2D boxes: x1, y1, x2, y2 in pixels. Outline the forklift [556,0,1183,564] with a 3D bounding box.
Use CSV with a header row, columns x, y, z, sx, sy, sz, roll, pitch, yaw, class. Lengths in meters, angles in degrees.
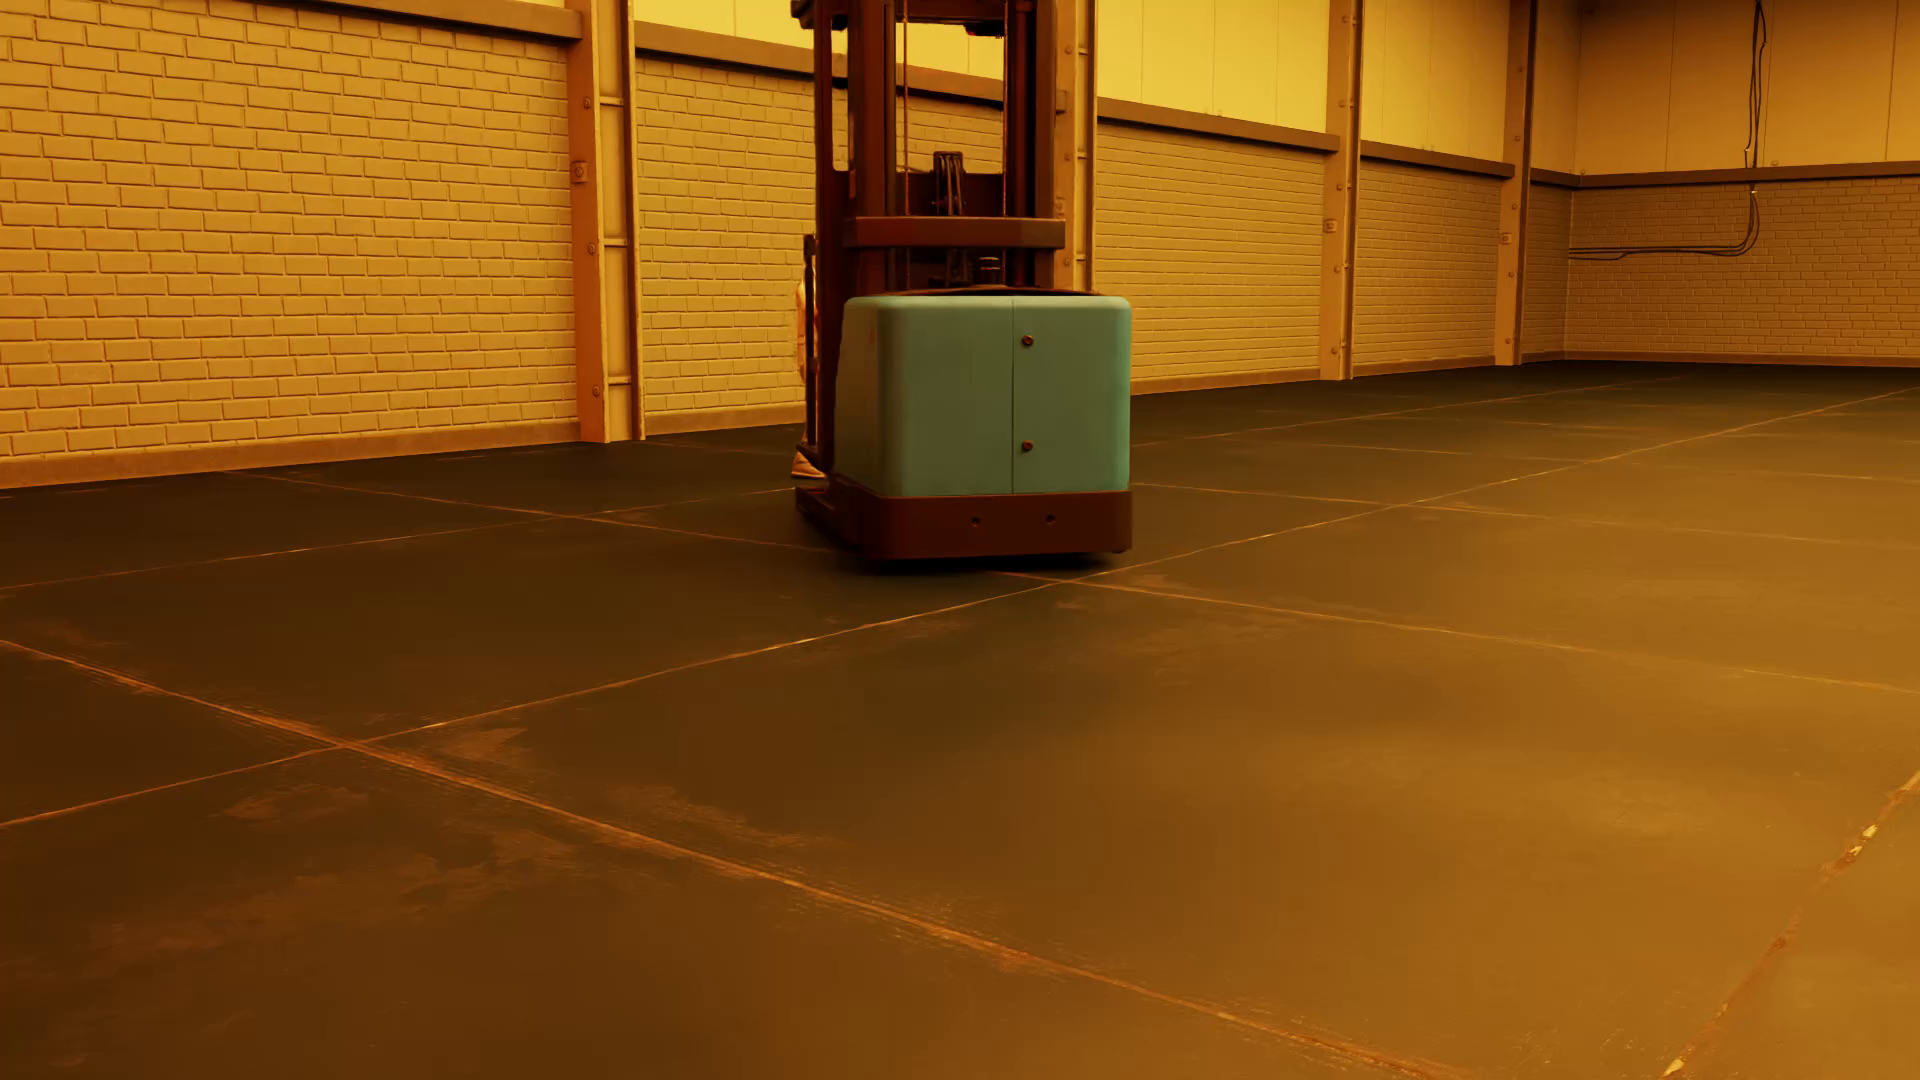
x,y,z,sx,sy,sz,roll,pitch,yaw,class
-0.544,-1.493,7.482,3.031,2.935,1.130,5,10,33,forklift
